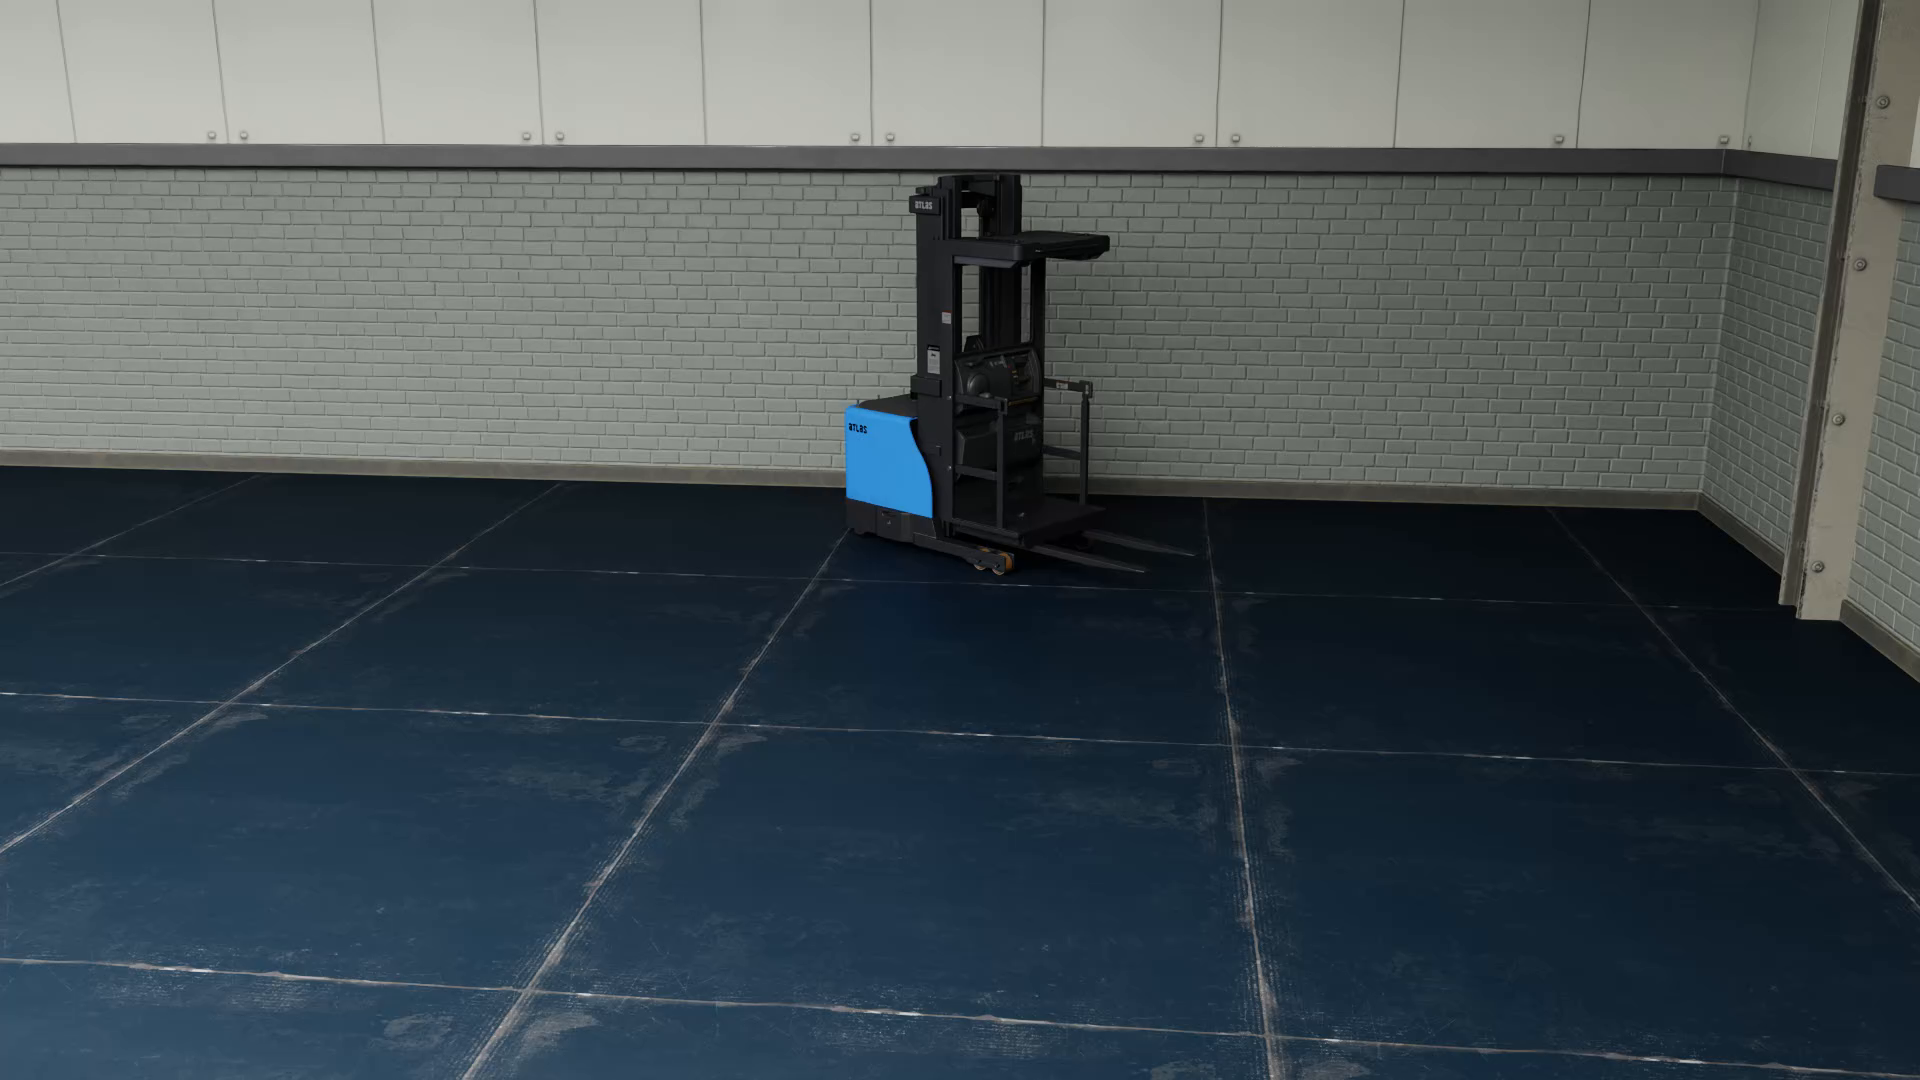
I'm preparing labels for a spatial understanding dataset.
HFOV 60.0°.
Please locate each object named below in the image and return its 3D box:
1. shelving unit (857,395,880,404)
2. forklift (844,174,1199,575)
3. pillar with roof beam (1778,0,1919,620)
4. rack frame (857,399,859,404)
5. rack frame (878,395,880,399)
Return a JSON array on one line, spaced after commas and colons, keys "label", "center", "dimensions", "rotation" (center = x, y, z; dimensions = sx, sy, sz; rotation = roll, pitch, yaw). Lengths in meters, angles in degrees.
[{"label": "shelving unit", "center": [-0.711, -0.695, 14.219], "dimensions": [0.215, 1.050, 0.252], "rotation": [13, 20, 41]}, {"label": "forklift", "center": [0.456, -1.302, 12.864], "dimensions": [3.031, 2.935, 1.130], "rotation": [14, 20, 41]}, {"label": "pillar with roof beam", "center": [1.756, -3.966, 11.088], "dimensions": [9.100, 9.000, 0.400], "rotation": [2, 15, 6]}, {"label": "rack frame", "center": [-0.794, -0.671, 14.132], "dimensions": [0.200, 1.050, 0.008], "rotation": [13, 20, 41]}, {"label": "rack frame", "center": [-0.629, -0.718, 14.306], "dimensions": [0.200, 1.050, 0.008], "rotation": [13, 20, 41]}]
